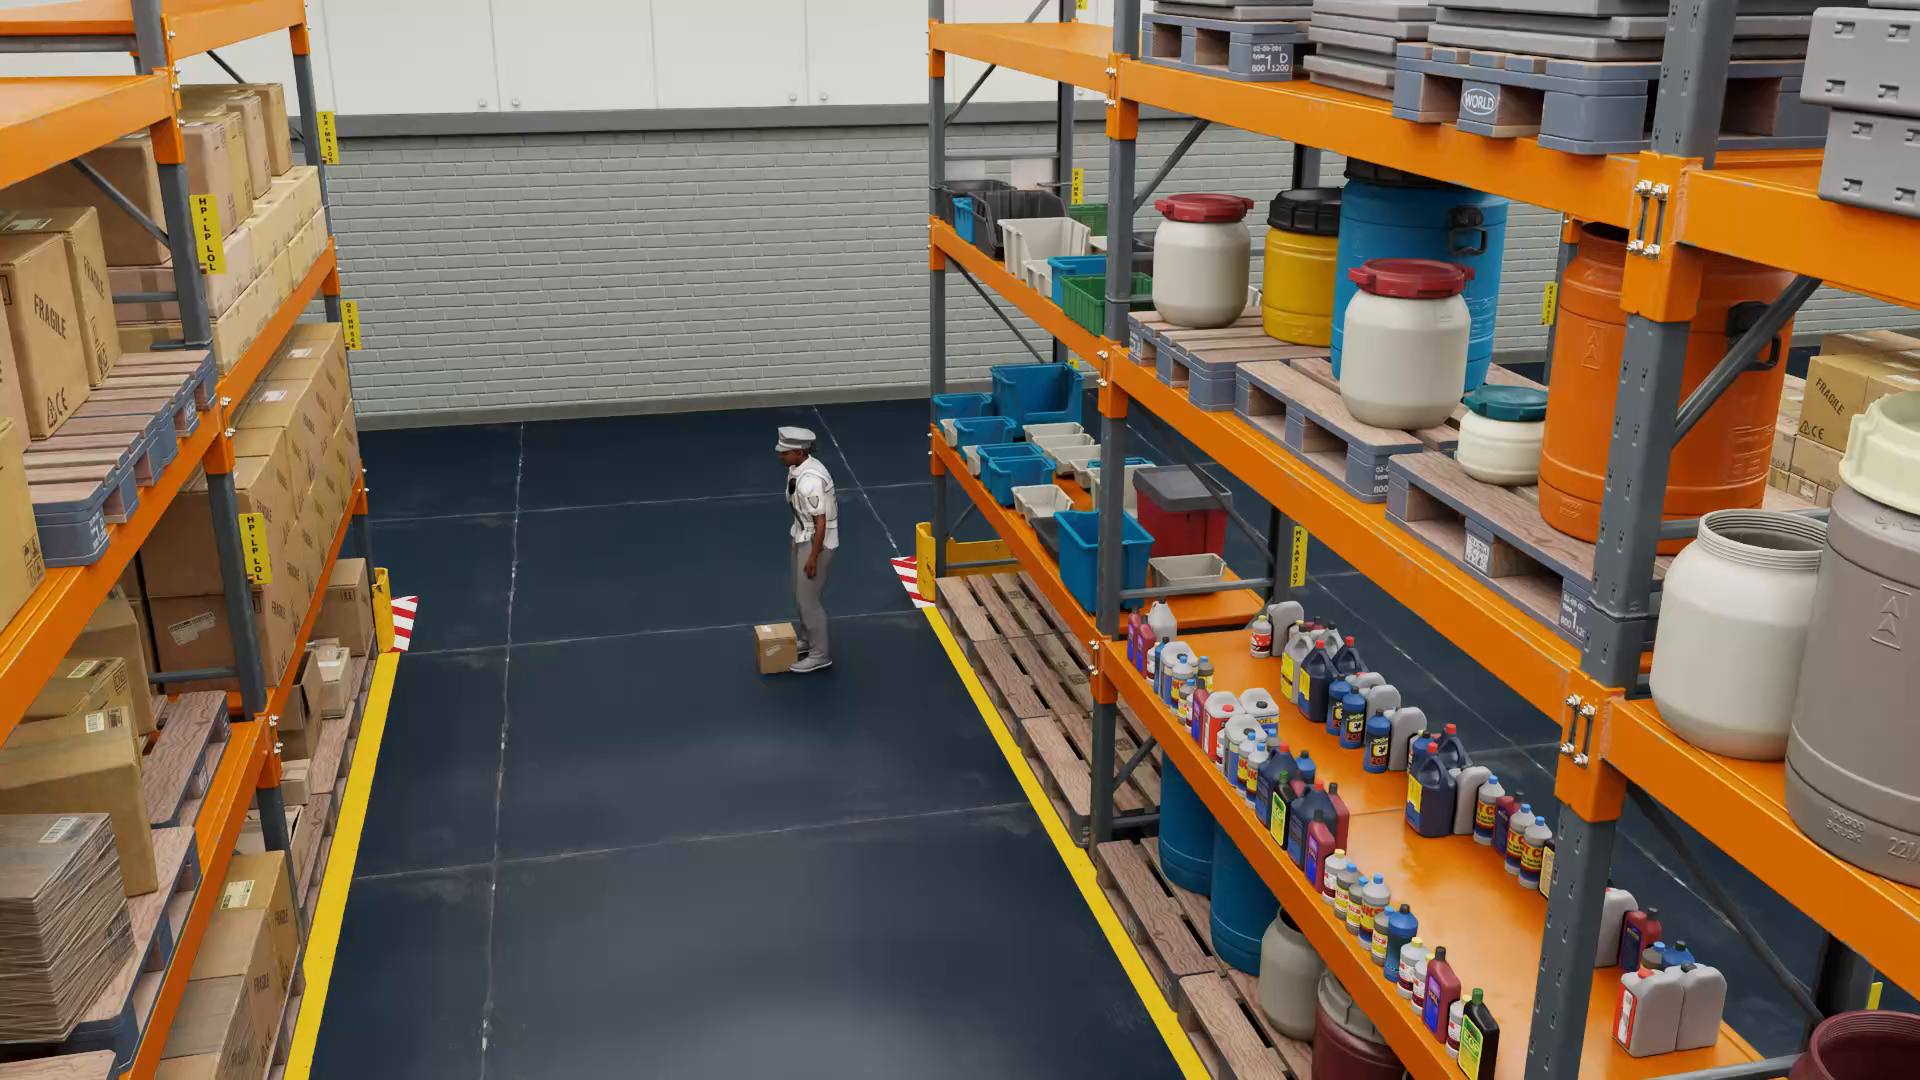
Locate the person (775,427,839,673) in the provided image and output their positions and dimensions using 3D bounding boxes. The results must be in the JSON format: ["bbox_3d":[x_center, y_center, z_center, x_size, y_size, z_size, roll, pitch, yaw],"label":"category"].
[{"bbox_3d":[-1.011,0.048,11.032,0.393,1.655,0.532,-6,20,-16],"label":"person"}]
